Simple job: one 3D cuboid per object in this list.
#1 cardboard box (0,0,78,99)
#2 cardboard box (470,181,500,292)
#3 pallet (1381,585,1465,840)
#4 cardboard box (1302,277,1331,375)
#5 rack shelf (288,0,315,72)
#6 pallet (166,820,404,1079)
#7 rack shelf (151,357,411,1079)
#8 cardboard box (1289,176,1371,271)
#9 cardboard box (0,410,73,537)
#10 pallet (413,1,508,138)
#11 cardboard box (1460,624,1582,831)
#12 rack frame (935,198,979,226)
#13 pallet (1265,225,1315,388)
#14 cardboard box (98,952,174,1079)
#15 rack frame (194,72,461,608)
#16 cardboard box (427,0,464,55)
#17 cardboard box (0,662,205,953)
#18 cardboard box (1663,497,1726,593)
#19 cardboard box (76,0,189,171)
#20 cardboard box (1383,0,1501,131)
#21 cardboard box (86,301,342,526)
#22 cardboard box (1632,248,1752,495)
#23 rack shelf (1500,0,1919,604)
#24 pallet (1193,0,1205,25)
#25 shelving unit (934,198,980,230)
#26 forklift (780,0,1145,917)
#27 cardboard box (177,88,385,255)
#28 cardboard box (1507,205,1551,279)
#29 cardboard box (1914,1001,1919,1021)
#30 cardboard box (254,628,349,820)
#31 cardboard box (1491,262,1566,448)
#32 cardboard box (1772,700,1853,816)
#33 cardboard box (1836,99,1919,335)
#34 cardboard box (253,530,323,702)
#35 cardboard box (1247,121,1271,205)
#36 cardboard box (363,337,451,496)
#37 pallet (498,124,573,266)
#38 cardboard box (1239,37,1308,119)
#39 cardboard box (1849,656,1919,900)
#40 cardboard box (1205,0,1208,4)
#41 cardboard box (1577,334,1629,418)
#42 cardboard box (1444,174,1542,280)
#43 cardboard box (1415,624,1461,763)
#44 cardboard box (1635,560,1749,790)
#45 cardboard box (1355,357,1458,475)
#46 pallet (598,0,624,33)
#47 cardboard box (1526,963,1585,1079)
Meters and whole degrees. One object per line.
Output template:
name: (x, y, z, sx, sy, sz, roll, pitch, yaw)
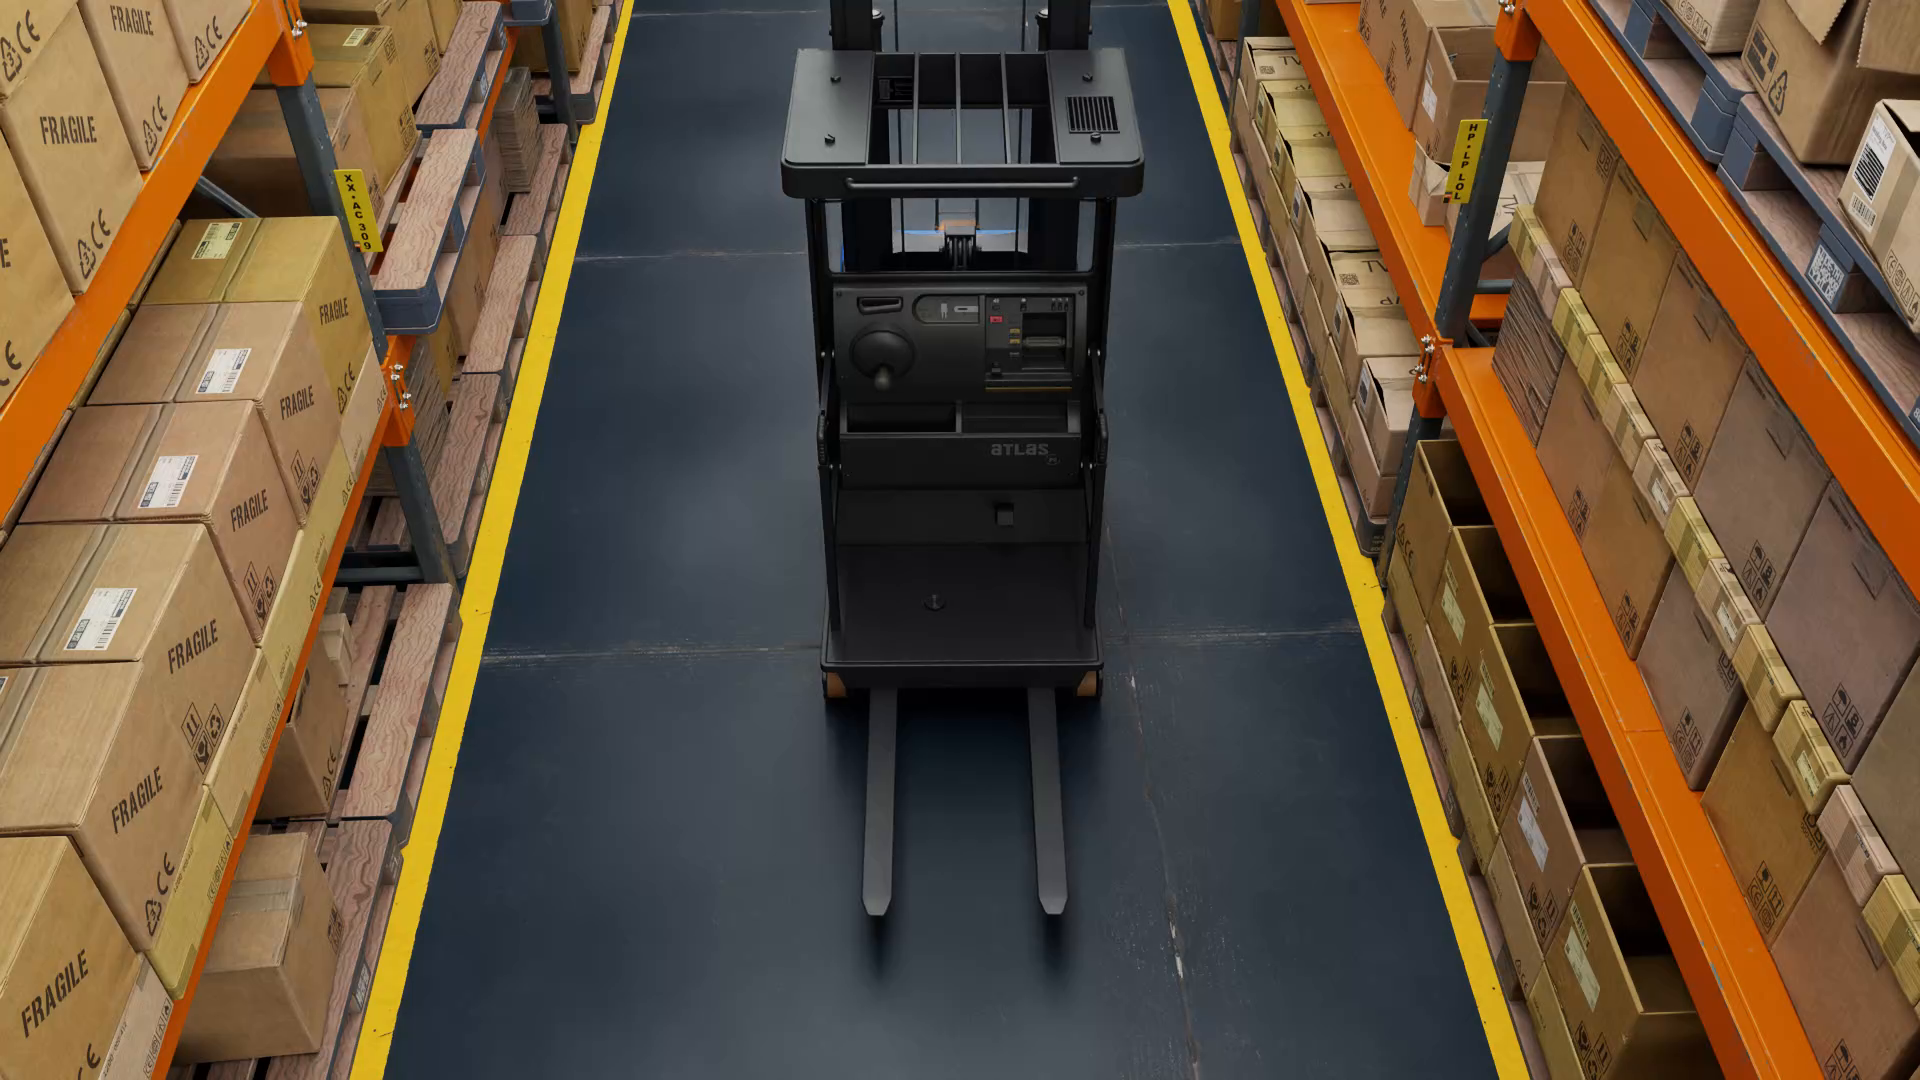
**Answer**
cardboard box: (-2.277, -1.269, 3.515, 0.500, 0.500, 0.500, -3, 43, -3)
cardboard box: (-2.768, -1.574, 8.421, 0.700, 0.500, 0.500, -2, 43, -2)
pallet: (2.305, 0.619, 6.569, 1.003, 0.211, 1.213, -2, 43, -2)
cardboard box: (1.964, -1.047, 8.046, 0.500, 0.250, 0.500, -1, 43, -1)
rack shelf: (-2.721, -2.994, 6.758, 1.077, 0.370, 4.000, -2, 43, -2)
pallet: (-2.517, 1.503, 5.604, 1.003, 0.211, 1.213, -2, 43, -2)
rack shelf: (-2.551, 0.813, 4.826, 1.077, 0.370, 4.000, -2, 43, -2)
cardboard box: (1.945, -1.588, 8.221, 0.500, 0.311, 0.500, -2, 43, -2)
cardboard box: (-2.791, -0.022, 4.745, 0.500, 0.500, 0.500, -1, 43, -1)
pallet: (-2.681, -2.097, 7.610, 1.003, 0.211, 1.213, -2, 43, -2)
cardboard box: (2.063, 0.632, 5.659, 0.500, 0.500, 0.500, -2, 43, -2)
rack frame: (-0.014, -1.160, 7.889, 0.200, 1.050, 0.008, 0, 43, 0)
pallet: (2.188, -1.241, 8.598, 1.003, 0.211, 1.213, -2, 43, -2)
cardboard box: (-2.206, 1.257, 3.905, 0.500, 0.250, 0.500, -3, 43, -3)
rack frame: (-2.636, -0.803, 6.056, 1.000, 3.000, 0.127, -2, 43, -2)
cardboard box: (-2.701, -2.545, 7.556, 0.700, 0.500, 0.500, -2, 43, -2)
cardboard box: (-2.213, 0.655, 4.006, 0.500, 0.500, 0.500, -3, 43, -3)
cardboard box: (2.200, 0.009, 4.616, 0.380, 0.149, 0.250, -2, 43, -2)
cardboard box: (-2.359, -1.277, 4.264, 0.500, 0.500, 0.500, -5, 43, -5)
cardboard box: (2.253, -2.197, 7.503, 0.500, 0.500, 0.500, -2, 43, -2)
cardboard box: (-2.280, -0.384, 5.140, 0.500, 0.500, 0.500, -2, 43, -2)
cardboard box: (2.382, -0.484, 4.674, 0.700, 0.500, 0.500, -2, 43, -2)
rack shelf: (2.398, -0.438, 3.970, 1.077, 0.370, 4.000, -2, 43, -2)
pallet: (2.101, -3.947, 11.549, 1.003, 0.211, 1.213, -2, 43, -2)
shelving unit: (-0.013, -1.078, 7.799, 0.215, 1.050, 0.252, 0, 43, 0)
forklift: (0.005, -0.660, 5.951, 1.130, 2.935, 3.031, 0, 43, 0)
cardboard box: (-2.623, -1.346, 6.249, 0.700, 0.500, 0.500, -2, 43, -2)
cardboard box: (2.131, -1.036, 5.756, 0.380, 0.149, 0.250, -2, 43, -2)
cardboard box: (2.264, 1.048, 3.483, 0.380, 0.149, 0.250, -1, 43, -1)
cardboard box: (-2.552, 0.656, 5.988, 0.500, 0.500, 0.500, -5, 43, -5)
cardboard box: (2.338, -0.685, 5.853, 0.700, 0.500, 0.500, -3, 43, -3)
cardboard box: (2.233, 0.528, 4.050, 0.380, 0.149, 0.250, 0, 43, 0)
cardboard box: (2.147, -0.672, 3.344, 0.500, 0.311, 0.500, 3, 43, 3)
cardboard box: (-2.263, 0.232, 5.023, 0.500, 0.250, 0.500, -2, 43, -2)
cardboard box: (1.894, -2.088, 9.182, 0.500, 0.250, 0.500, -3, 43, -3)
cardboard box: (-2.684, -0.540, 7.293, 0.700, 0.500, 0.500, 0, 43, 0)
pallet: (-2.774, -1.948, 9.368, 1.003, 0.211, 1.213, -2, 43, -2)
cardboard box: (1.872, -2.634, 9.362, 0.500, 0.311, 0.500, 0, 43, 0)
cardboard box: (2.446, 0.532, 3.566, 0.700, 0.500, 0.500, -3, 43, -3)
cardboard box: (1.847, -3.863, 10.918, 0.500, 0.500, 0.500, -3, 43, -3)
cardboard box: (2.167, -0.516, 5.189, 0.380, 0.149, 0.250, -2, 43, -2)
cardboard box: (2.249, -1.223, 6.625, 0.500, 0.250, 0.500, 1, 43, 1)
cardboard box: (2.046, 0.571, 6.281, 0.500, 0.250, 0.500, -2, 43, -2)
cardboard box: (2.407, 0.356, 4.718, 0.700, 0.500, 0.500, 0, 43, -1)
cardboard box: (2.010, -0.561, 7.100, 0.500, 0.311, 0.500, -2, 43, -2)
pallet: (-2.813, -3.831, 11.423, 1.003, 0.211, 1.213, -2, 43, -2)
cardboard box: (2.109, 1.583, 5.176, 0.500, 0.250, 0.500, -2, 43, -2)
